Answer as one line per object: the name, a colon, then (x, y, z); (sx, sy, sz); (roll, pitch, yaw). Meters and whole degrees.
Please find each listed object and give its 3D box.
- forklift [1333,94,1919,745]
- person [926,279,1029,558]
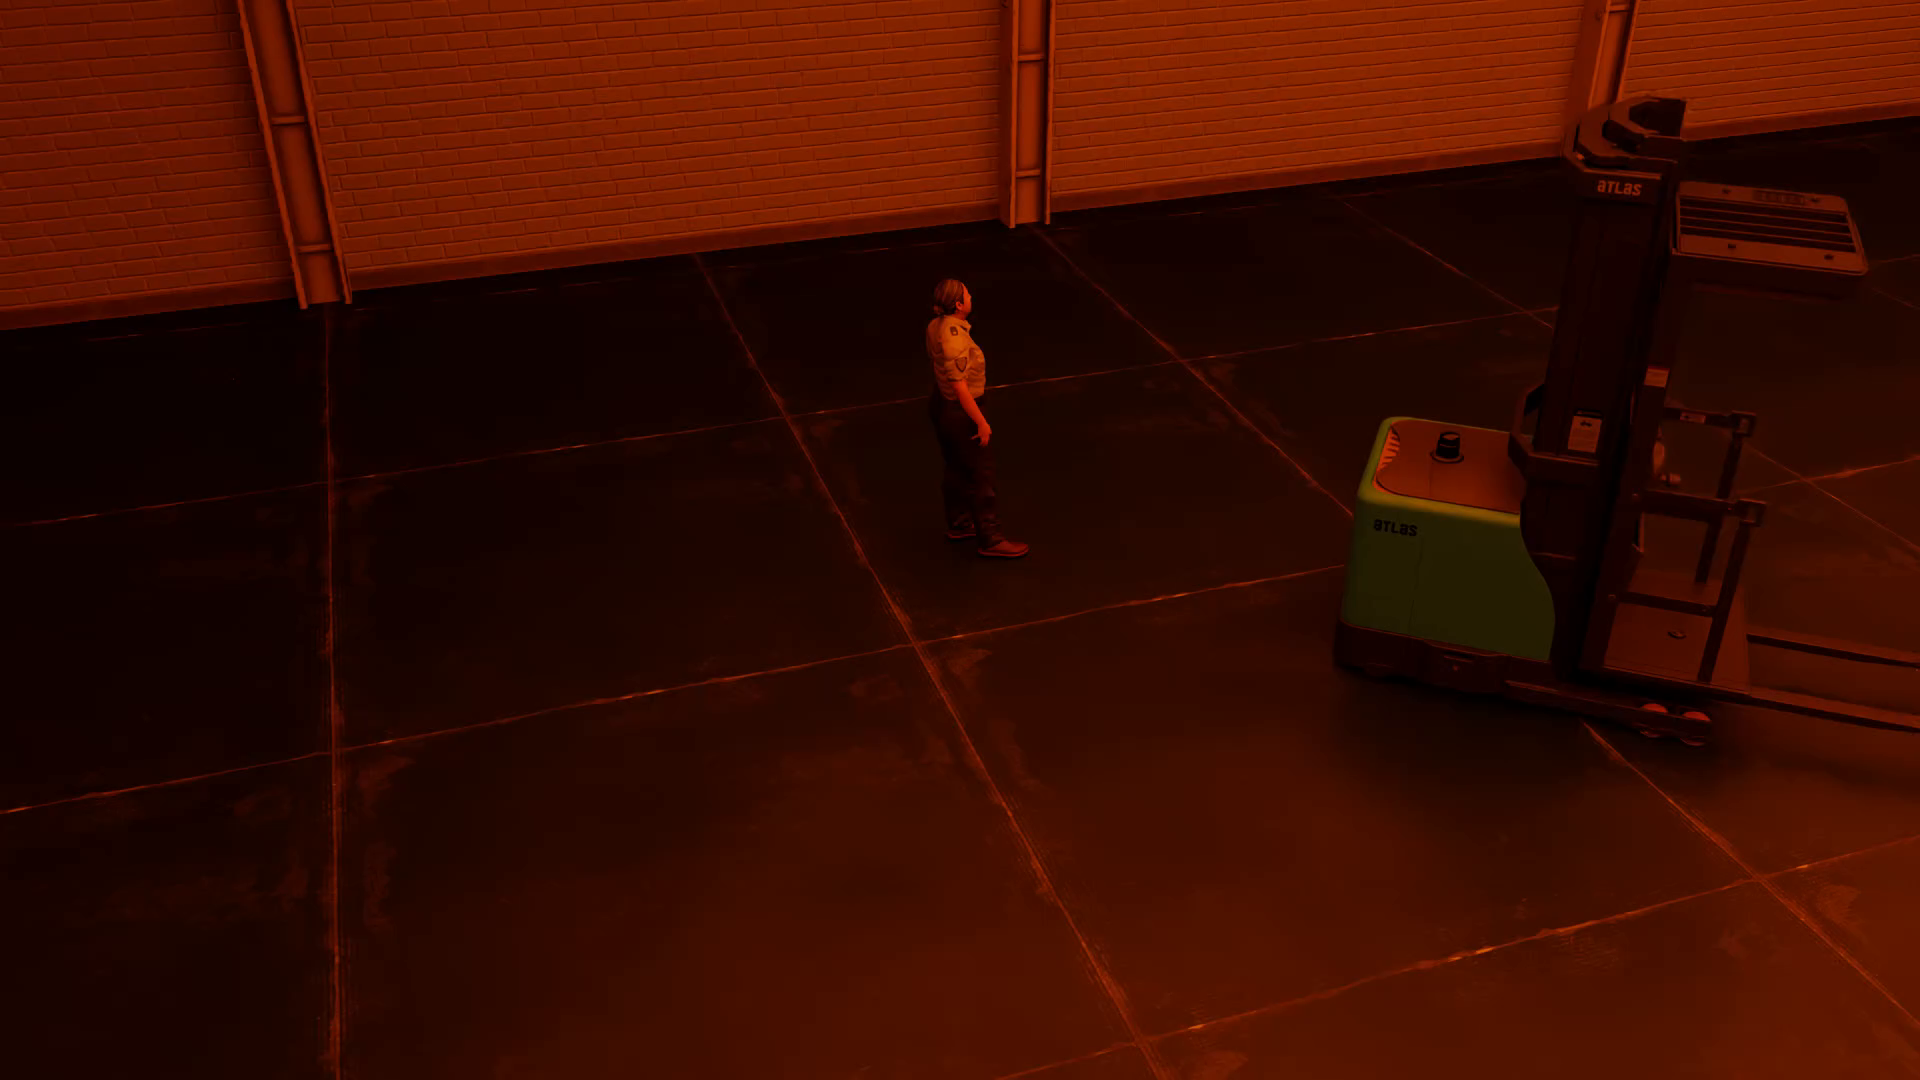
forklift: (3.553, -0.551, 8.045); (3.031, 2.935, 1.130); (10, 32, 17)
person: (0.093, -0.719, 9.620); (0.502, 1.641, 0.598); (-10, 31, -16)
